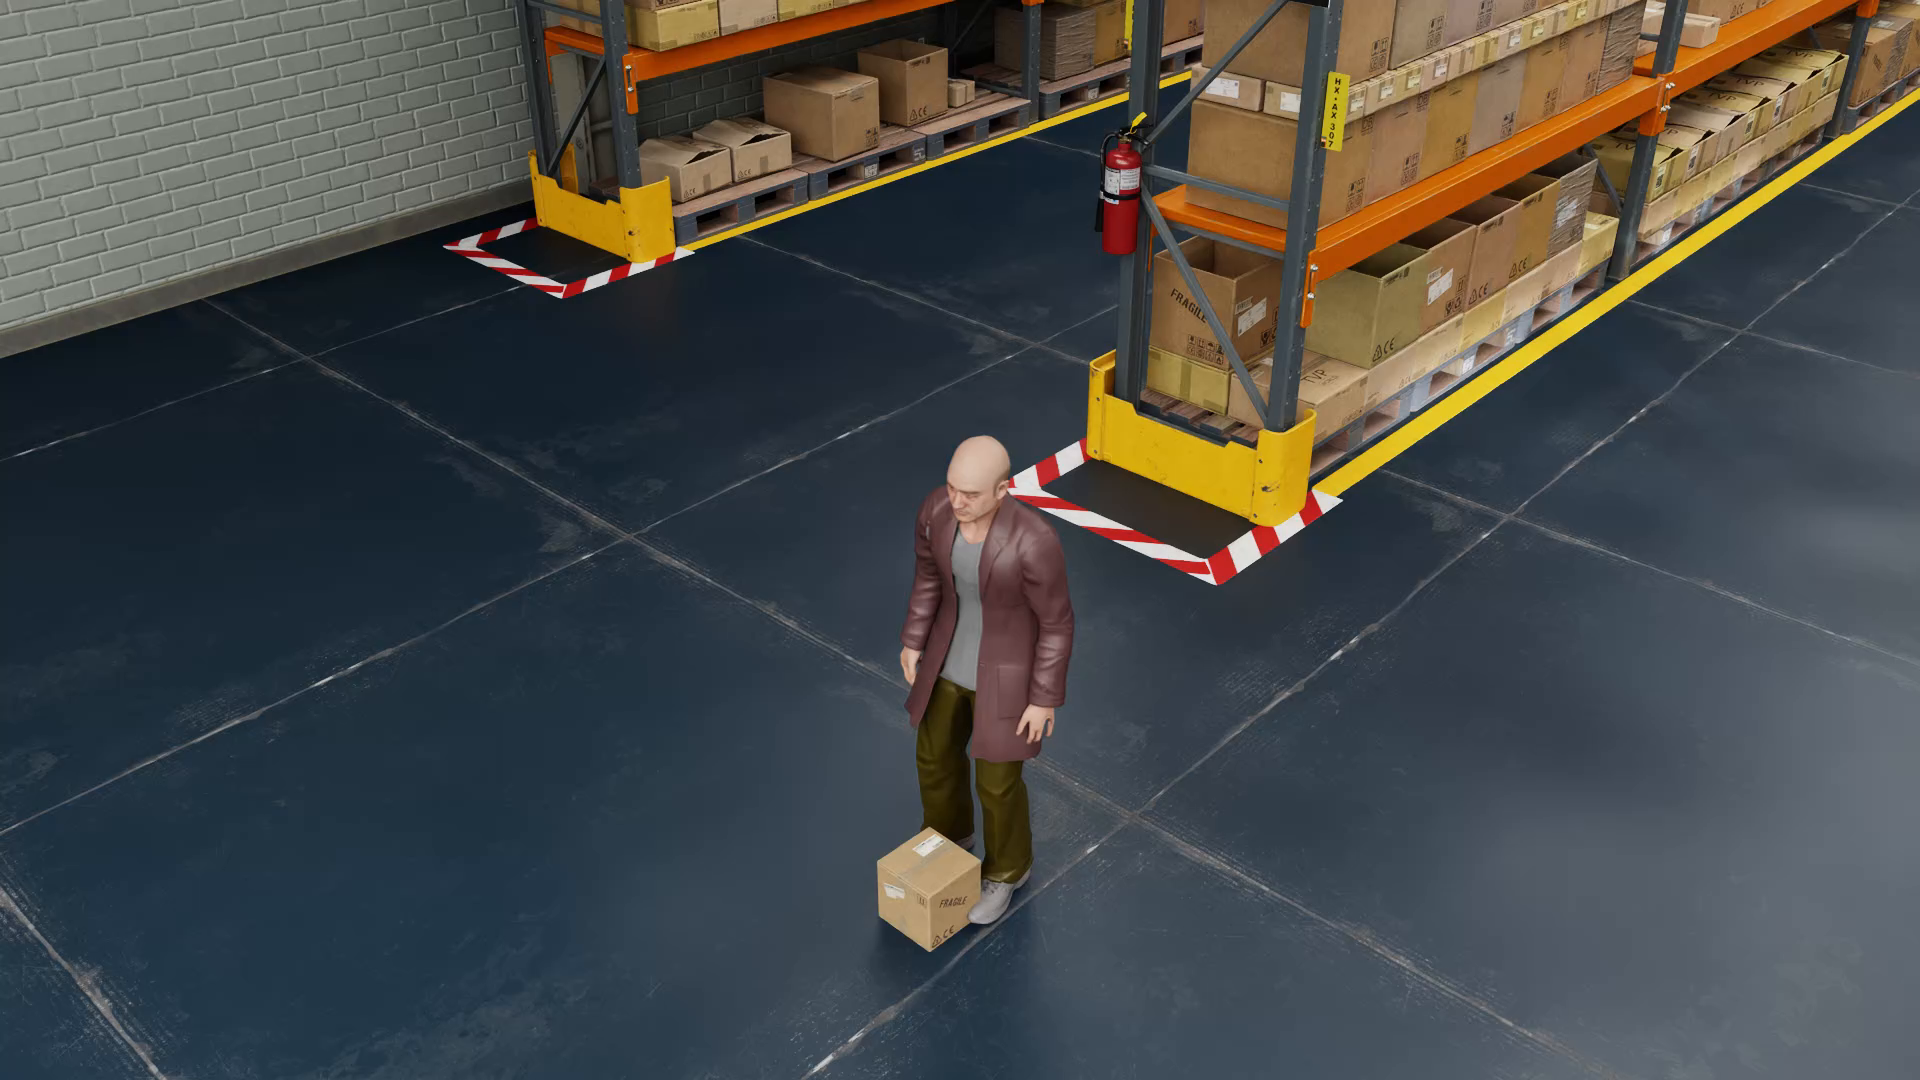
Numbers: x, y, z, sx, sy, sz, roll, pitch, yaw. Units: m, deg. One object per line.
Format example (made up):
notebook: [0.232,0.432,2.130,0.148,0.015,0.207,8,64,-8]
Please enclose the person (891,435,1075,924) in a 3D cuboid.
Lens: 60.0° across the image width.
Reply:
person: [0.065,0.436,5.420,0.645,1.772,0.429,23,38,33]
